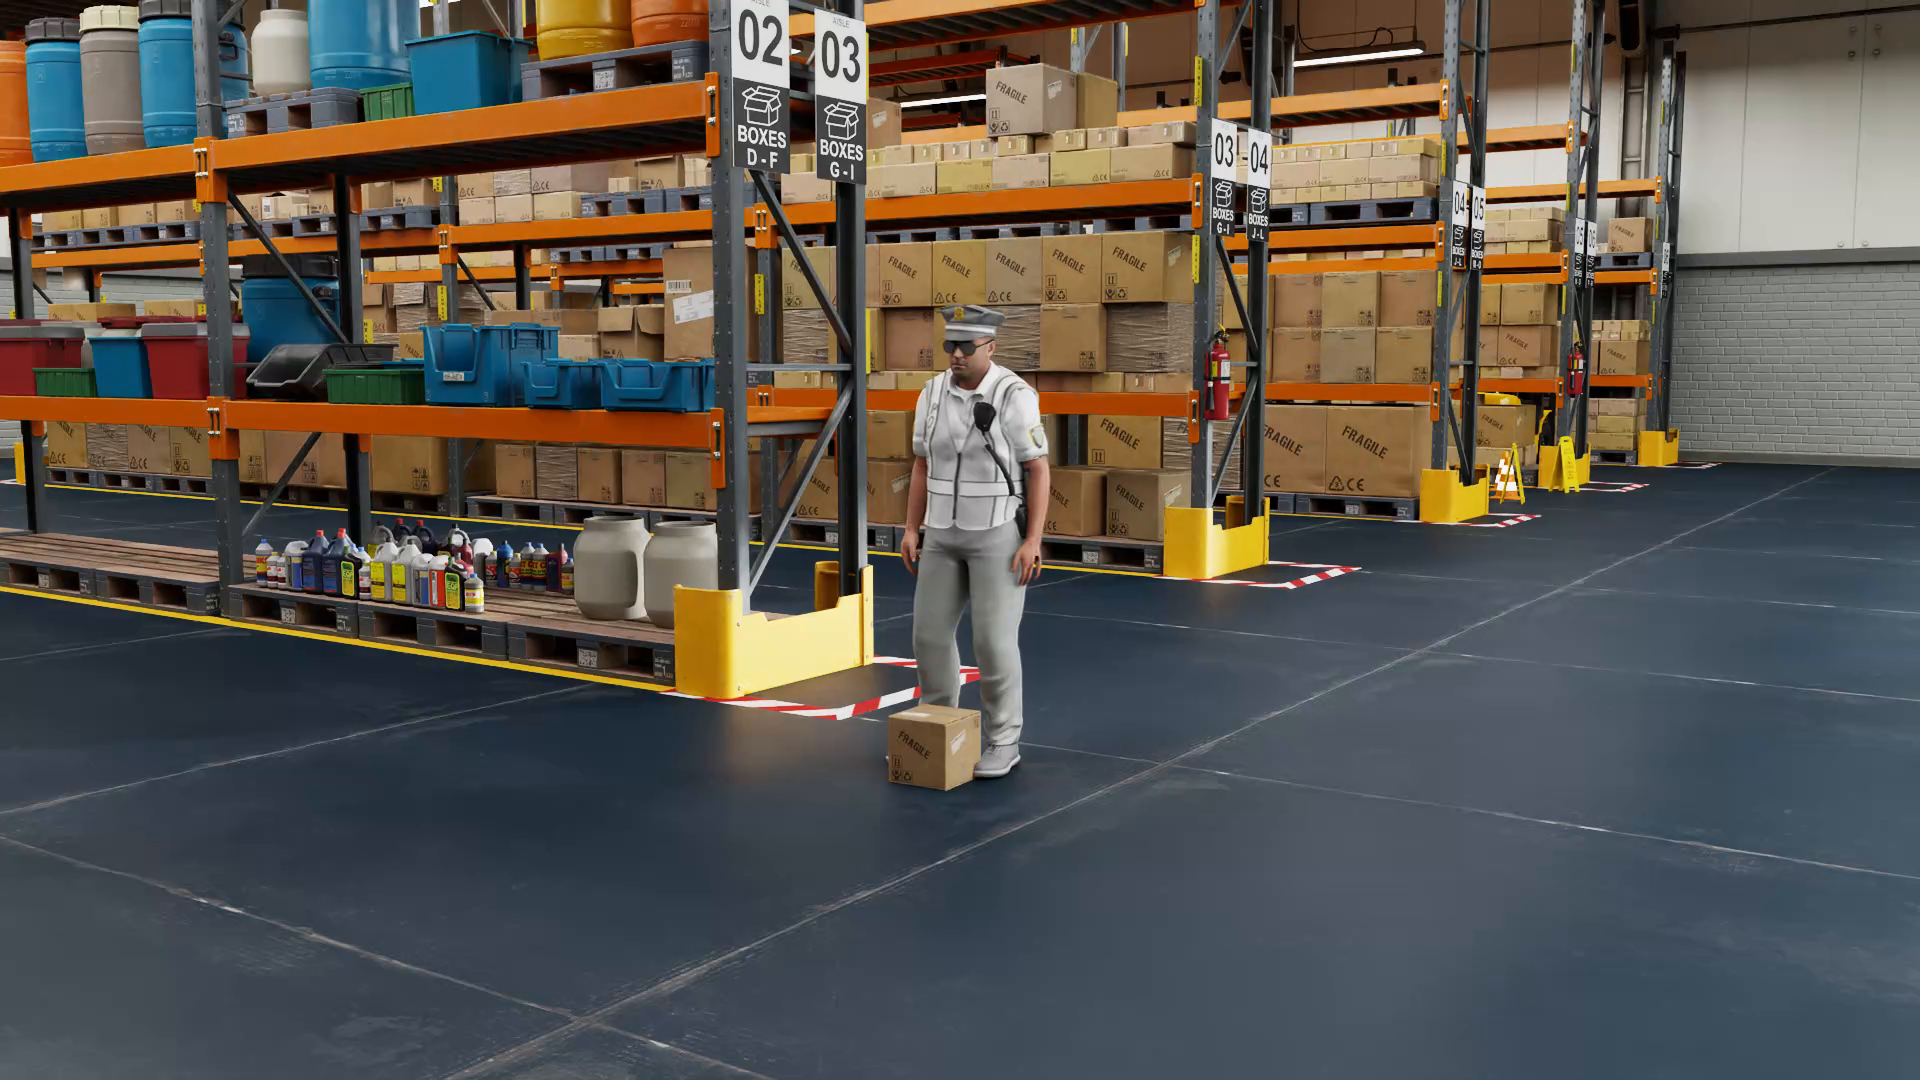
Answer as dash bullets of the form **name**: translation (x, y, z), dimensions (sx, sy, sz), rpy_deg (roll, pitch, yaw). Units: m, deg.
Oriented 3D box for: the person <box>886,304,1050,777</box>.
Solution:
- **person**: translation (0.054, -0.007, 6.304), dimensions (0.604, 1.747, 0.437), rpy_deg (4, 7, 30)
